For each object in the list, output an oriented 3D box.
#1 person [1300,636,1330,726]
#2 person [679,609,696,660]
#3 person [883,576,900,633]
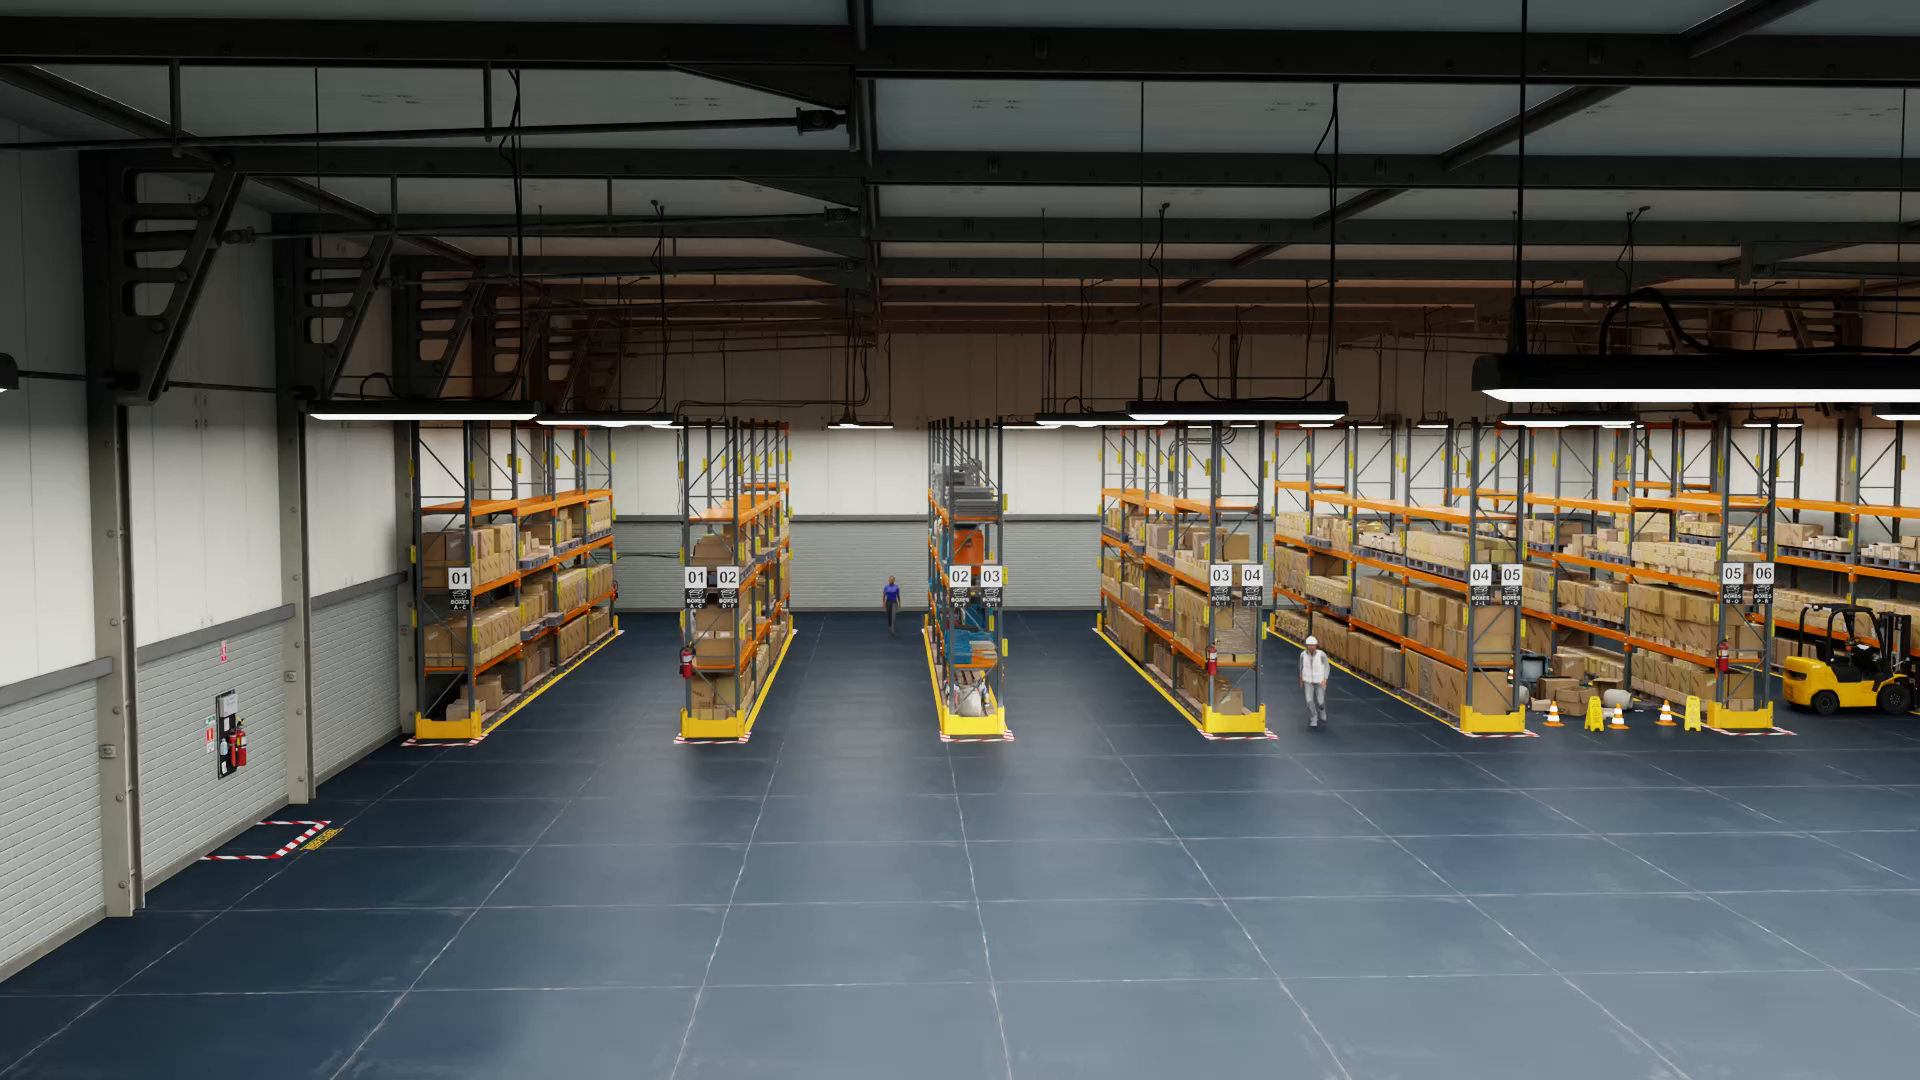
[{"bbox_3d":[6.941,2.734,32.526,0.598,1.747,0.700,1,4,22],"label":"person"},{"bbox_3d":[-6.595,2.258,40.640,0.540,1.658,0.534,-1,4,-10],"label":"person"},{"bbox_3d":[-1.960,1.821,47.269,0.457,1.587,1.036,0,4,7],"label":"person"}]
